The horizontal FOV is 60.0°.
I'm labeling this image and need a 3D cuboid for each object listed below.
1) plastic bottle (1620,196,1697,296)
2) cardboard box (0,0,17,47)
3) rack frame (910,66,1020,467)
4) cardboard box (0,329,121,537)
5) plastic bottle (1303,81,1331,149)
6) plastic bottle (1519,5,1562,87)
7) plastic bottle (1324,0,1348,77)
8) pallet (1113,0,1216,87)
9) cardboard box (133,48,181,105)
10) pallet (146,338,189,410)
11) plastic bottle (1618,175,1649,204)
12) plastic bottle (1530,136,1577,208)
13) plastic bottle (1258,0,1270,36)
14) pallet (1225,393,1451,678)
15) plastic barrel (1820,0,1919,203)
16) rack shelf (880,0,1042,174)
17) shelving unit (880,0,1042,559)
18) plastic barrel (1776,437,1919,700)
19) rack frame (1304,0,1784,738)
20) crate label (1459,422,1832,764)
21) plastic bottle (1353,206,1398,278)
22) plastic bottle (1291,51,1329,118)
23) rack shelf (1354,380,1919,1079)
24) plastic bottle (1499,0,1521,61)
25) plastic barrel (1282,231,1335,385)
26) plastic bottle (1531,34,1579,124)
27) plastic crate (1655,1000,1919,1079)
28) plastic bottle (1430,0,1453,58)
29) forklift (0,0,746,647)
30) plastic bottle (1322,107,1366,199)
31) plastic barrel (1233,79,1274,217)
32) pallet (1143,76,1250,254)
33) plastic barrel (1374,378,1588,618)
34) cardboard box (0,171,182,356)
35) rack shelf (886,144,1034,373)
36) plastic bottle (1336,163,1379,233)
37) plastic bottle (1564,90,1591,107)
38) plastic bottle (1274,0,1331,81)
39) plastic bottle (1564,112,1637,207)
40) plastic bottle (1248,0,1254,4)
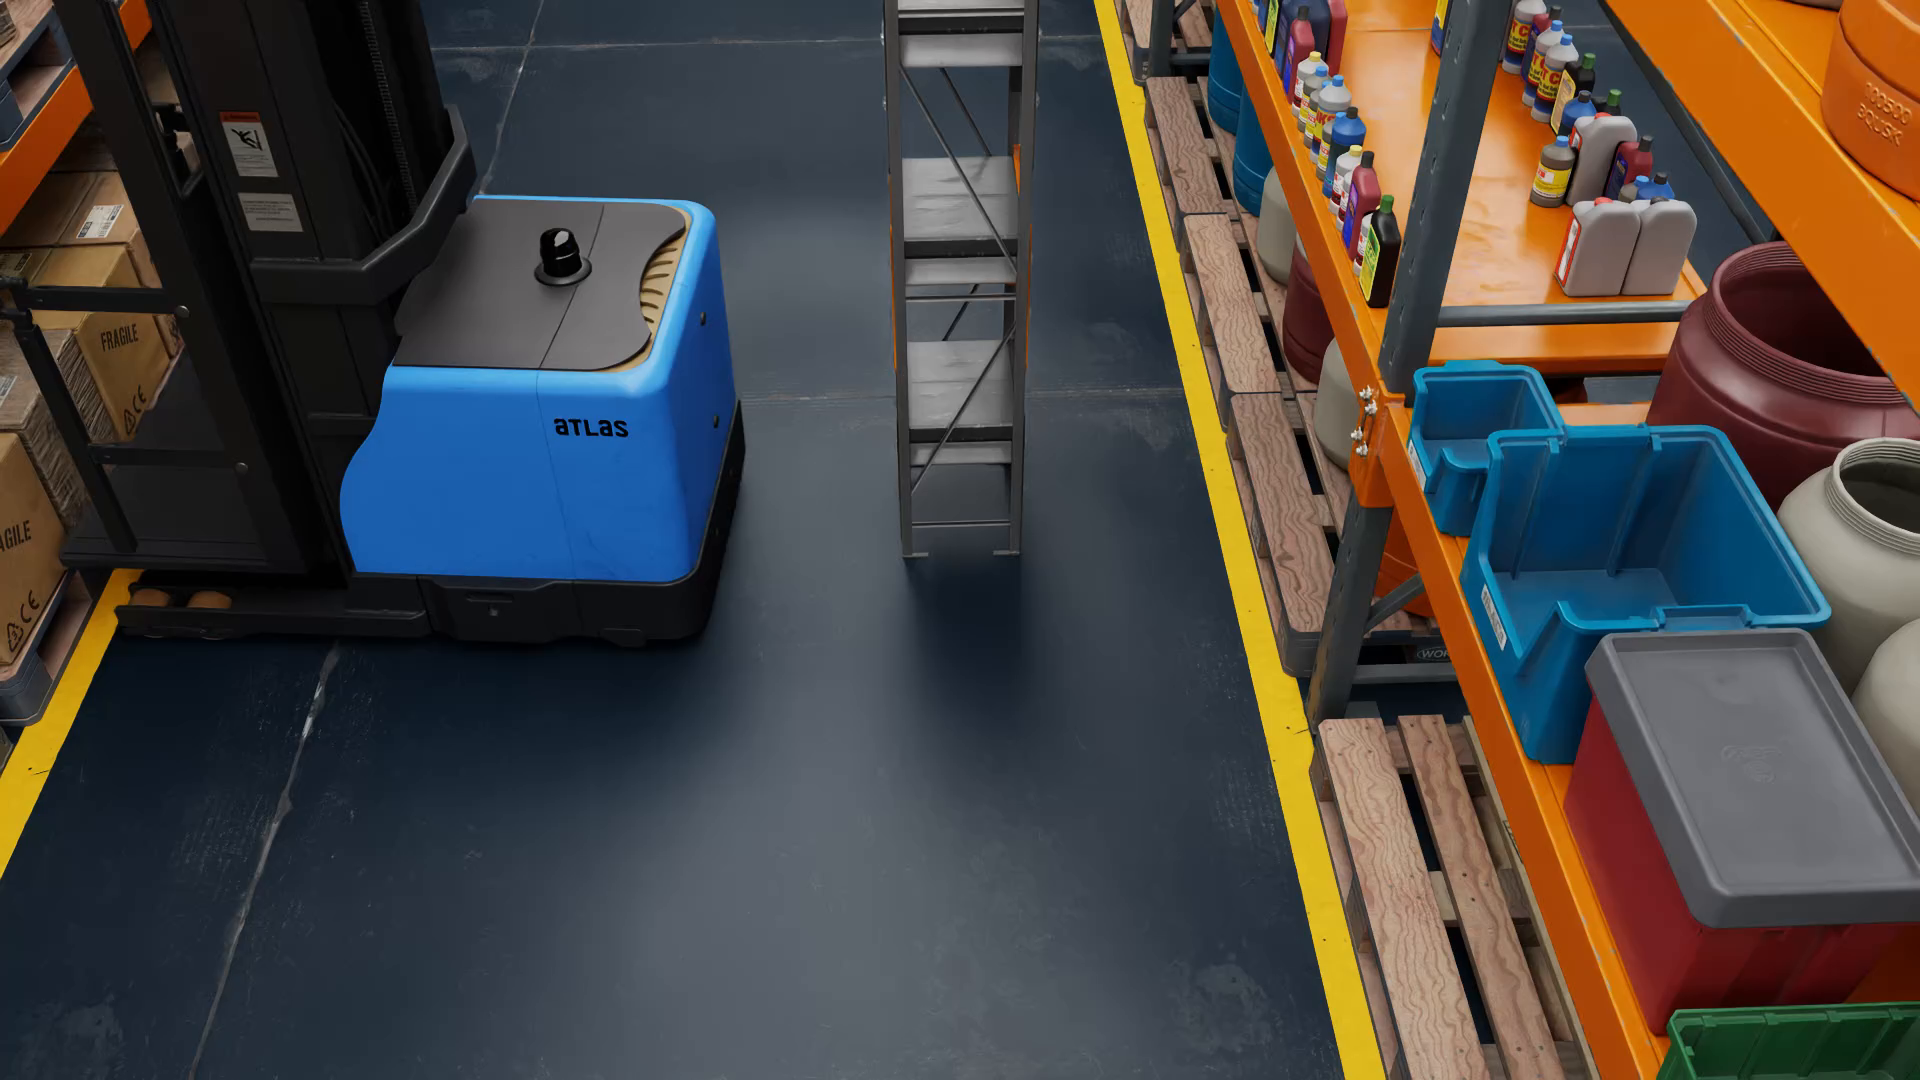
[{"bbox_3d":[1.881,-0.814,4.510,0.152,0.276,0.135,-2,43,-2],"label":"plastic bottle"},{"bbox_3d":[-3.360,-1.655,4.951,0.700,0.500,0.500,6,43,6],"label":"cardboard box"},{"bbox_3d":[-0.017,-1.051,5.342,0.400,2.100,0.015,-2,43,-2],"label":"rack frame"},{"bbox_3d":[-3.135,-0.328,5.412,0.500,0.500,0.500,-3,43,-3],"label":"cardboard box"},{"bbox_3d":[1.116,-1.309,5.105,0.097,0.201,0.097,0,43,0],"label":"plastic bottle"},{"bbox_3d":[1.877,-1.598,5.360,0.061,0.283,0.133,-2,43,-2],"label":"plastic bottle"},{"bbox_3d":[1.220,-1.676,5.445,0.061,0.283,0.133,-2,43,-2],"label":"plastic bottle"},{"bbox_3d":[1.336,-2.726,8.568,1.003,0.211,1.213,-2,43,-2],"label":"pallet"},{"bbox_3d":[-3.223,-1.701,6.910,0.500,0.500,0.500,-2,43,-2],"label":"cardboard box"},{"bbox_3d":[-3.416,-0.717,6.376,1.003,0.211,1.213,-2,43,-2],"label":"pallet"},{"bbox_3d":[1.899,-0.931,4.693,0.097,0.201,0.097,0,43,0],"label":"plastic bottle"},{"bbox_3d":[1.737,-1.082,4.858,0.097,0.201,0.097,0,43,0],"label":"plastic bottle"},{"bbox_3d":[1.105,-1.896,5.635,0.144,0.351,0.185,-2,43,-2],"label":"plastic bottle"},{"bbox_3d":[1.501,-0.061,5.661,1.003,0.211,1.213,-2,43,-2],"label":"pallet"},{"bbox_3d":[1.422,-0.820,1.887,0.600,0.830,0.708,-2,43,-2],"label":"plastic barrel"},{"bbox_3d":[-0.007,-1.392,4.699,0.431,0.518,0.480,-2,43,-2],"label":"rack shelf"},{"bbox_3d":[-0.007,-0.886,5.162,0.431,2.100,0.503,-2,43,-2],"label":"shelving unit"},{"bbox_3d":[1.833,0.089,3.350,0.421,0.512,0.421,0,43,0],"label":"plastic barrel"},{"bbox_3d":[1.576,-0.558,4.139,1.000,3.000,0.127,-2,43,-2],"label":"rack frame"},{"bbox_3d":[1.348,0.107,3.387,0.502,0.435,0.616,-2,43,-2],"label":"crate label"},{"bbox_3d":[1.146,-0.824,4.576,0.097,0.201,0.097,0,43,0],"label":"plastic bottle"},{"bbox_3d":[1.107,-1.440,5.248,0.097,0.201,0.097,0,43,0],"label":"plastic bottle"},{"bbox_3d":[1.661,1.057,2.909,1.077,0.370,4.000,-2,43,-2],"label":"rack shelf"},{"bbox_3d":[1.822,-1.750,5.531,0.152,0.276,0.135,-2,43,-2],"label":"plastic bottle"},{"bbox_3d":[1.490,-0.916,6.003,0.600,0.588,0.708,-2,43,-2],"label":"plastic barrel"},{"bbox_3d":[1.868,-1.449,5.207,0.097,0.271,0.097,0,43,0],"label":"plastic bottle"},{"bbox_3d":[1.390,1.053,2.538,0.450,0.188,0.662,-2,43,-2],"label":"plastic crate"},{"bbox_3d":[1.673,-1.790,5.520,0.144,0.351,0.185,-2,43,-2],"label":"plastic bottle"},{"bbox_3d":[-2.307,-1.111,4.793,3.031,2.935,1.130,2,43,2],"label":"forklift"},{"bbox_3d":[1.128,-1.137,4.866,0.097,0.271,0.097,0,43,0],"label":"plastic bottle"},{"bbox_3d":[1.442,-1.794,6.729,0.600,0.901,0.708,-2,43,-2],"label":"plastic barrel"},{"bbox_3d":[1.397,-1.708,7.458,1.003,0.211,1.213,-2,43,-2],"label":"pallet"},{"bbox_3d":[1.538,-0.243,5.090,0.600,0.830,0.708,-2,43,-2],"label":"plastic barrel"},{"bbox_3d":[-3.178,-1.019,6.166,0.500,0.500,0.500,-3,43,-3],"label":"cardboard box"},{"bbox_3d":[-0.007,-0.876,5.172,0.431,0.518,0.480,-2,43,-2],"label":"rack shelf"},{"bbox_3d":[1.136,-0.980,4.746,0.097,0.201,0.097,0,43,0],"label":"plastic bottle"},{"bbox_3d":[1.878,-1.268,5.060,0.097,0.201,0.097,0,43,0],"label":"plastic bottle"},{"bbox_3d":[1.119,-1.681,5.401,0.144,0.351,0.185,-2,43,-2],"label":"plastic bottle"},{"bbox_3d":[1.861,-1.126,4.850,0.152,0.276,0.135,-2,43,-2],"label":"plastic bottle"},{"bbox_3d":[1.072,-2.027,5.837,0.097,0.271,0.097,0,43,0],"label":"plastic bottle"}]
